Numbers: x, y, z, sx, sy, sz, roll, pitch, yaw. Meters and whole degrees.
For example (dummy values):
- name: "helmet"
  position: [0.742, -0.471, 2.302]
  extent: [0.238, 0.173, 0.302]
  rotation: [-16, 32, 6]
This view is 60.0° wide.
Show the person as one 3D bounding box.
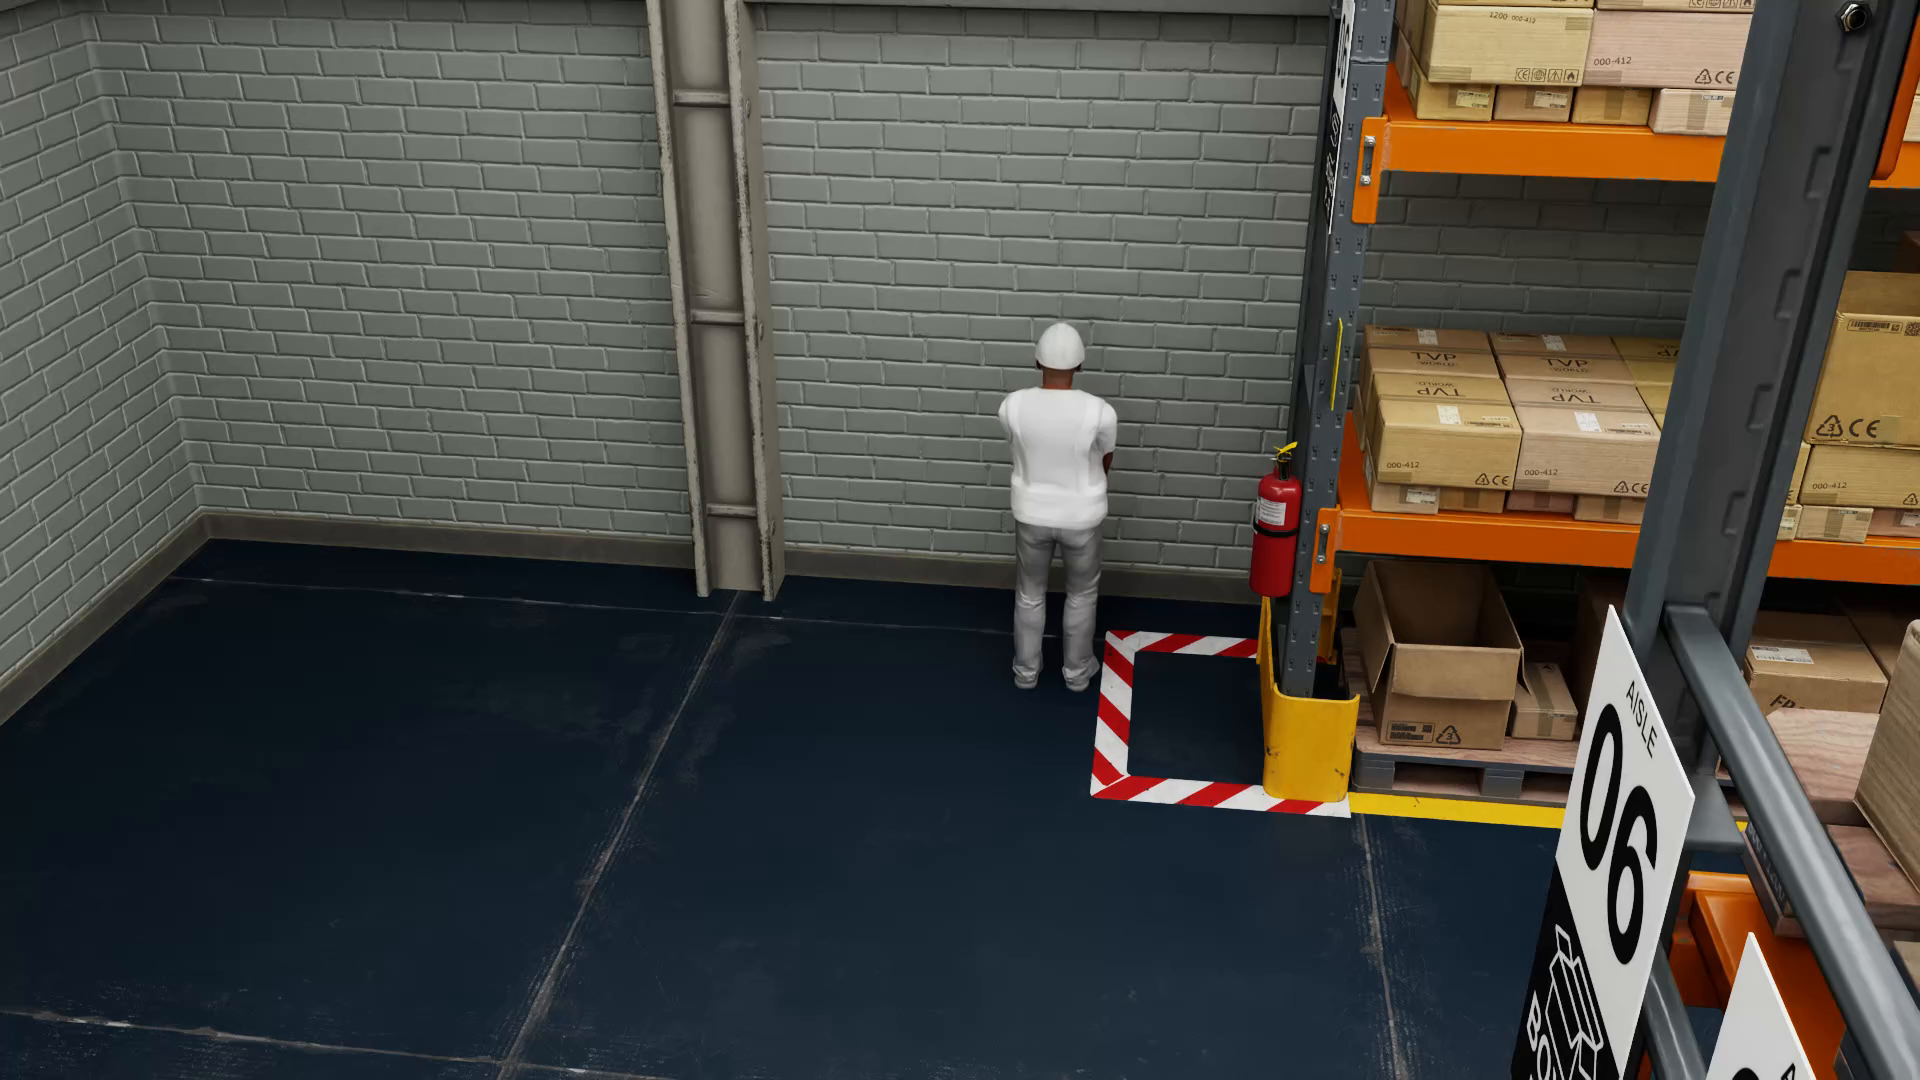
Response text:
- name: "person"
  position: [0.452, -0.183, 7.415]
  extent: [0.472, 1.666, 0.538]
  rotation: [7, 29, 13]
